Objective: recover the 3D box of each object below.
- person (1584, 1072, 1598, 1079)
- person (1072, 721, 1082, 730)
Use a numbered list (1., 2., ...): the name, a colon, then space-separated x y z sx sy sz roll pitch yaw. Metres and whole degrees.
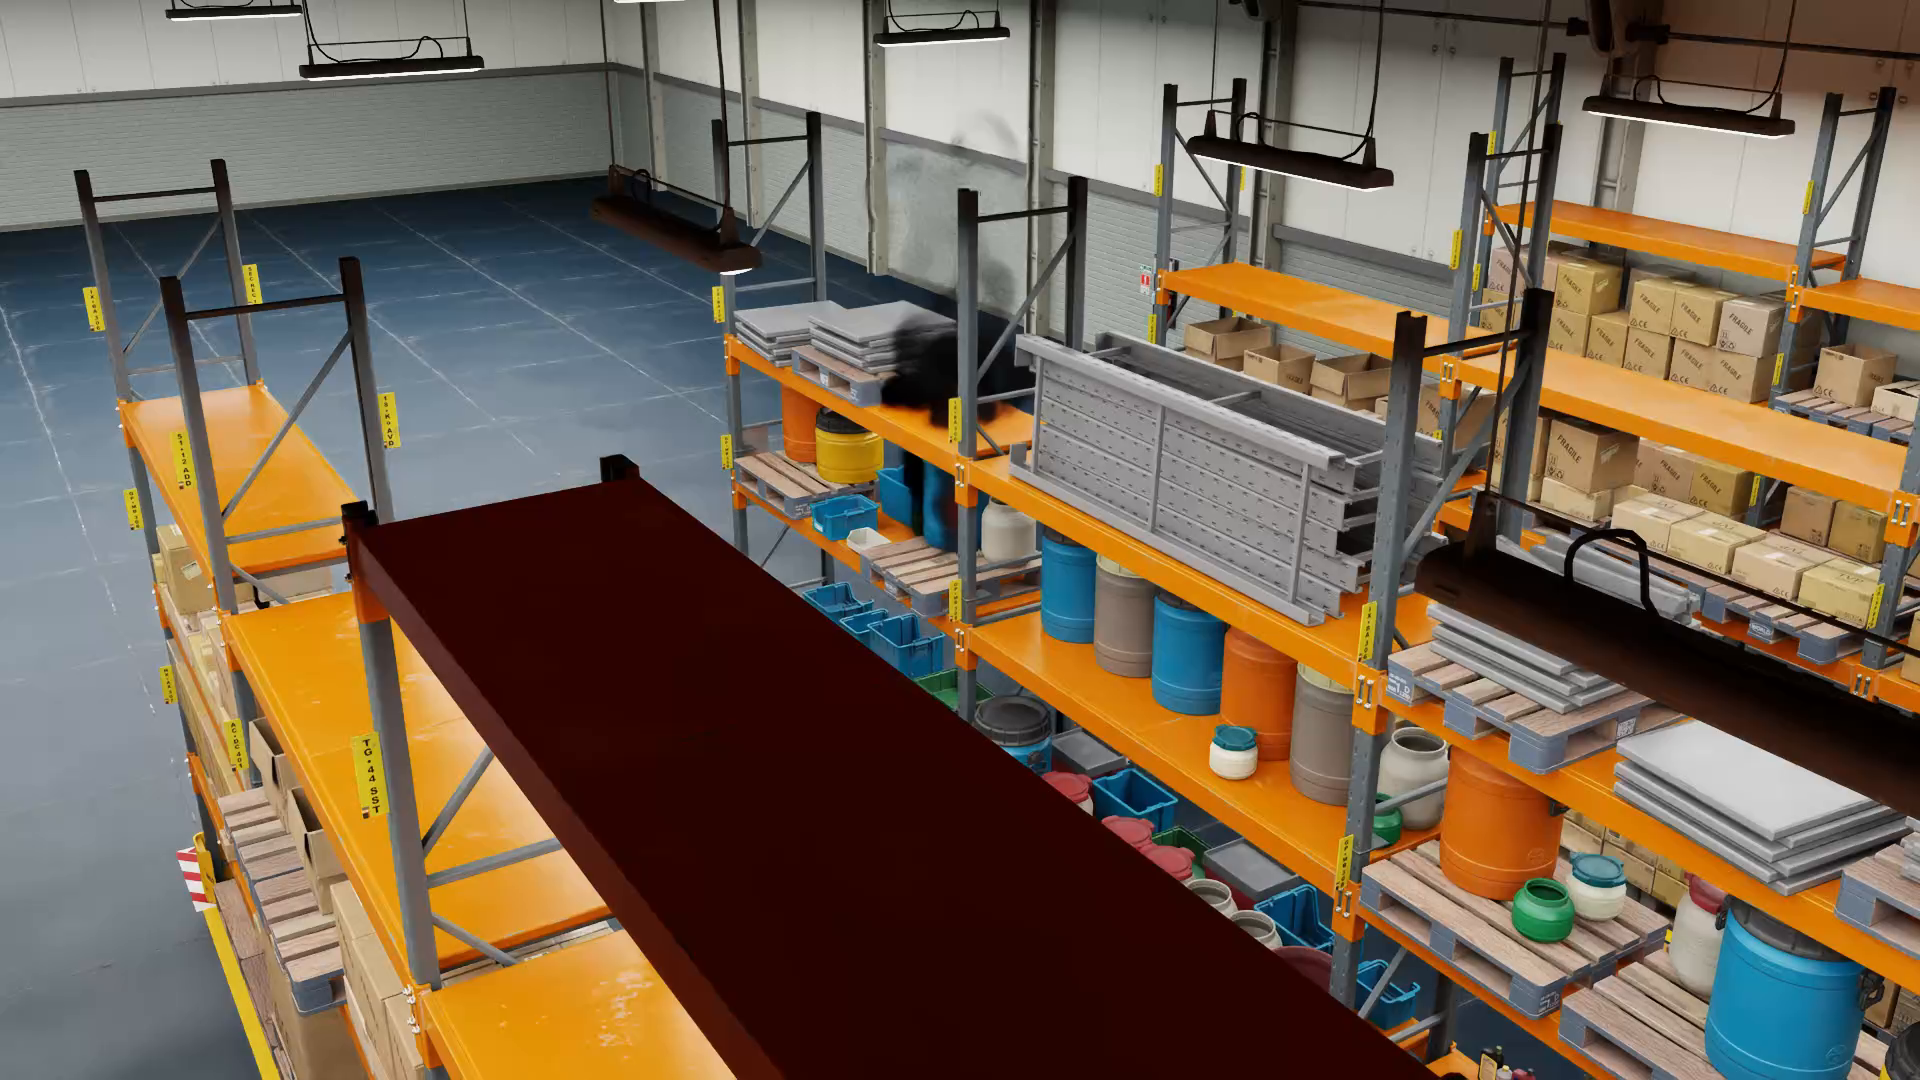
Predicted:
1. person: 4.272 3.386 10.647 0.663 1.753 0.659 -10 24 -23
2. person: 1.269 1.354 15.783 0.762 1.729 0.562 15 26 33
